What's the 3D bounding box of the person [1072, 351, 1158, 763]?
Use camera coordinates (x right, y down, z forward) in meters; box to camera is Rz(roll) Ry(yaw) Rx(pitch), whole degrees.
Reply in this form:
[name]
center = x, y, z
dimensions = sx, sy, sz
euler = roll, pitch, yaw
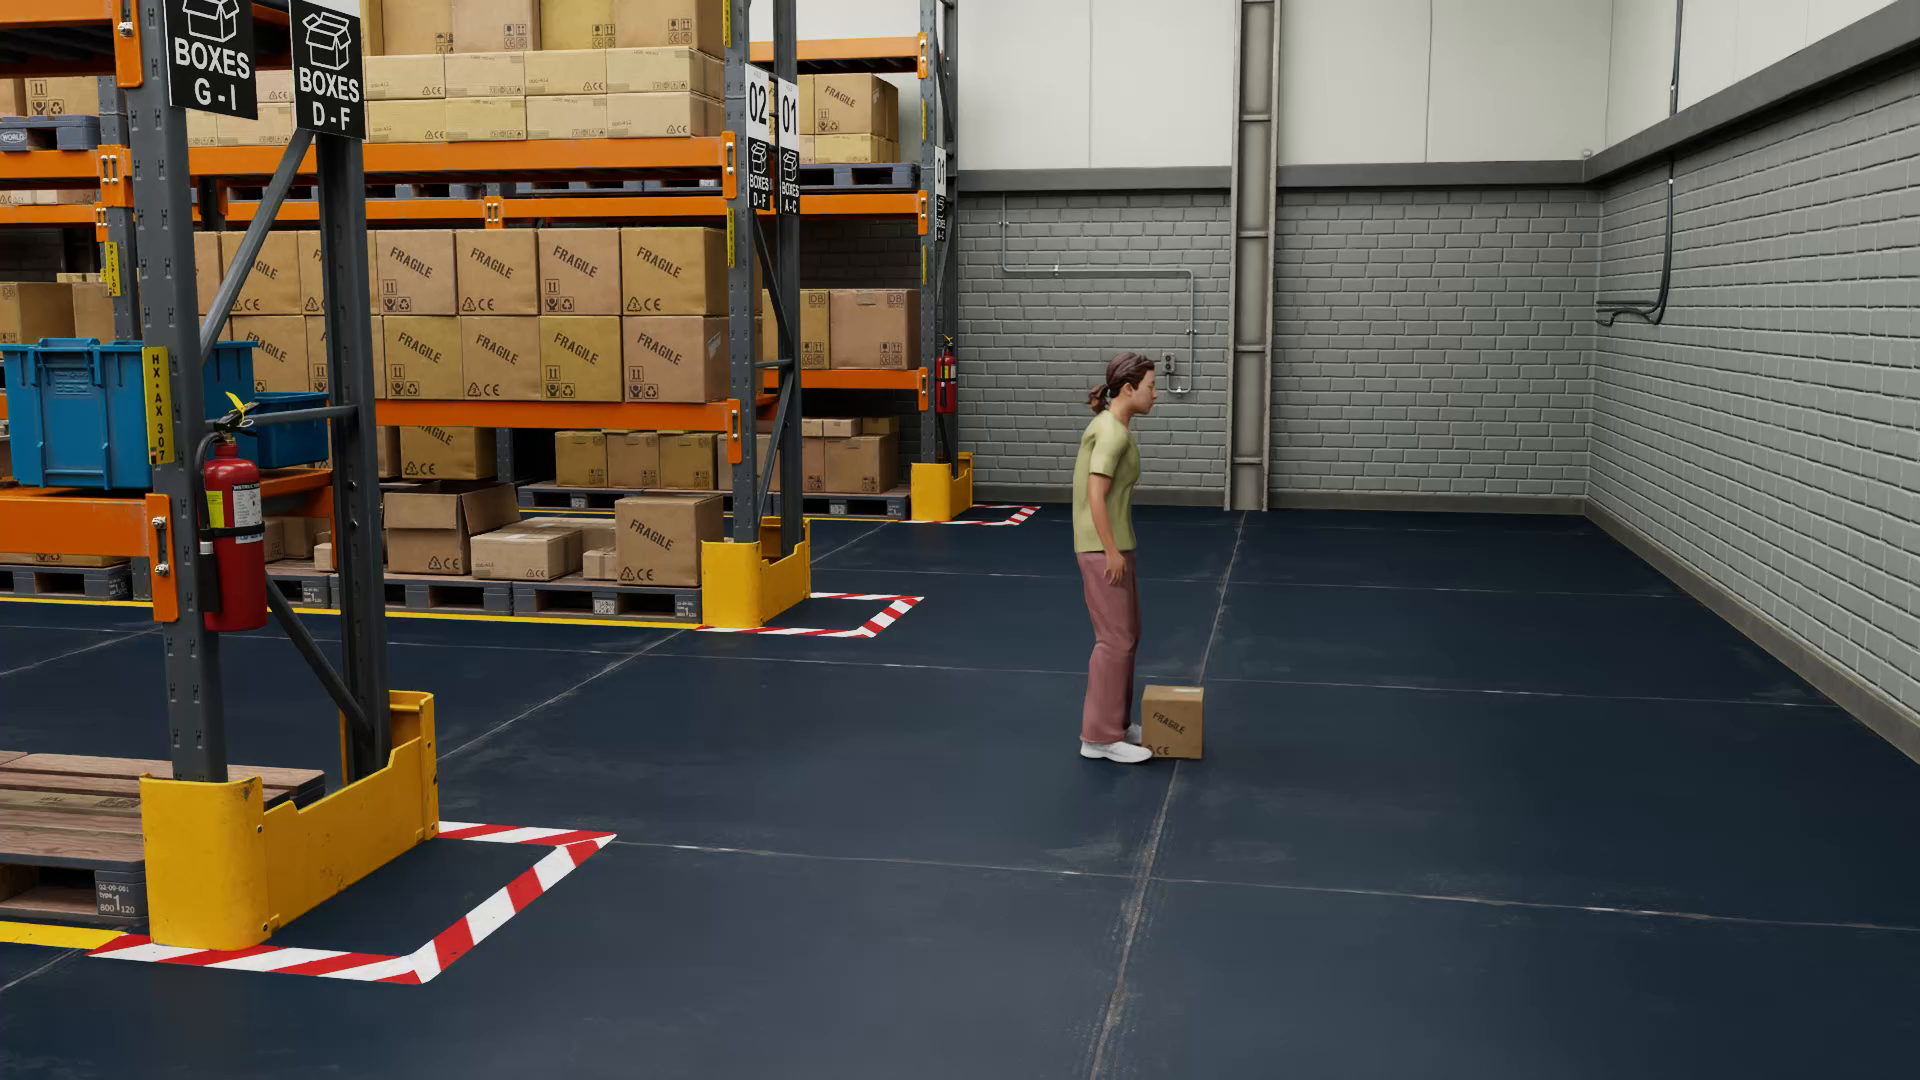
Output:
[person]
center = 0.651, 0.055, 6.935
dimensions = 0.363, 1.672, 0.498
euler = 1, 8, 9
